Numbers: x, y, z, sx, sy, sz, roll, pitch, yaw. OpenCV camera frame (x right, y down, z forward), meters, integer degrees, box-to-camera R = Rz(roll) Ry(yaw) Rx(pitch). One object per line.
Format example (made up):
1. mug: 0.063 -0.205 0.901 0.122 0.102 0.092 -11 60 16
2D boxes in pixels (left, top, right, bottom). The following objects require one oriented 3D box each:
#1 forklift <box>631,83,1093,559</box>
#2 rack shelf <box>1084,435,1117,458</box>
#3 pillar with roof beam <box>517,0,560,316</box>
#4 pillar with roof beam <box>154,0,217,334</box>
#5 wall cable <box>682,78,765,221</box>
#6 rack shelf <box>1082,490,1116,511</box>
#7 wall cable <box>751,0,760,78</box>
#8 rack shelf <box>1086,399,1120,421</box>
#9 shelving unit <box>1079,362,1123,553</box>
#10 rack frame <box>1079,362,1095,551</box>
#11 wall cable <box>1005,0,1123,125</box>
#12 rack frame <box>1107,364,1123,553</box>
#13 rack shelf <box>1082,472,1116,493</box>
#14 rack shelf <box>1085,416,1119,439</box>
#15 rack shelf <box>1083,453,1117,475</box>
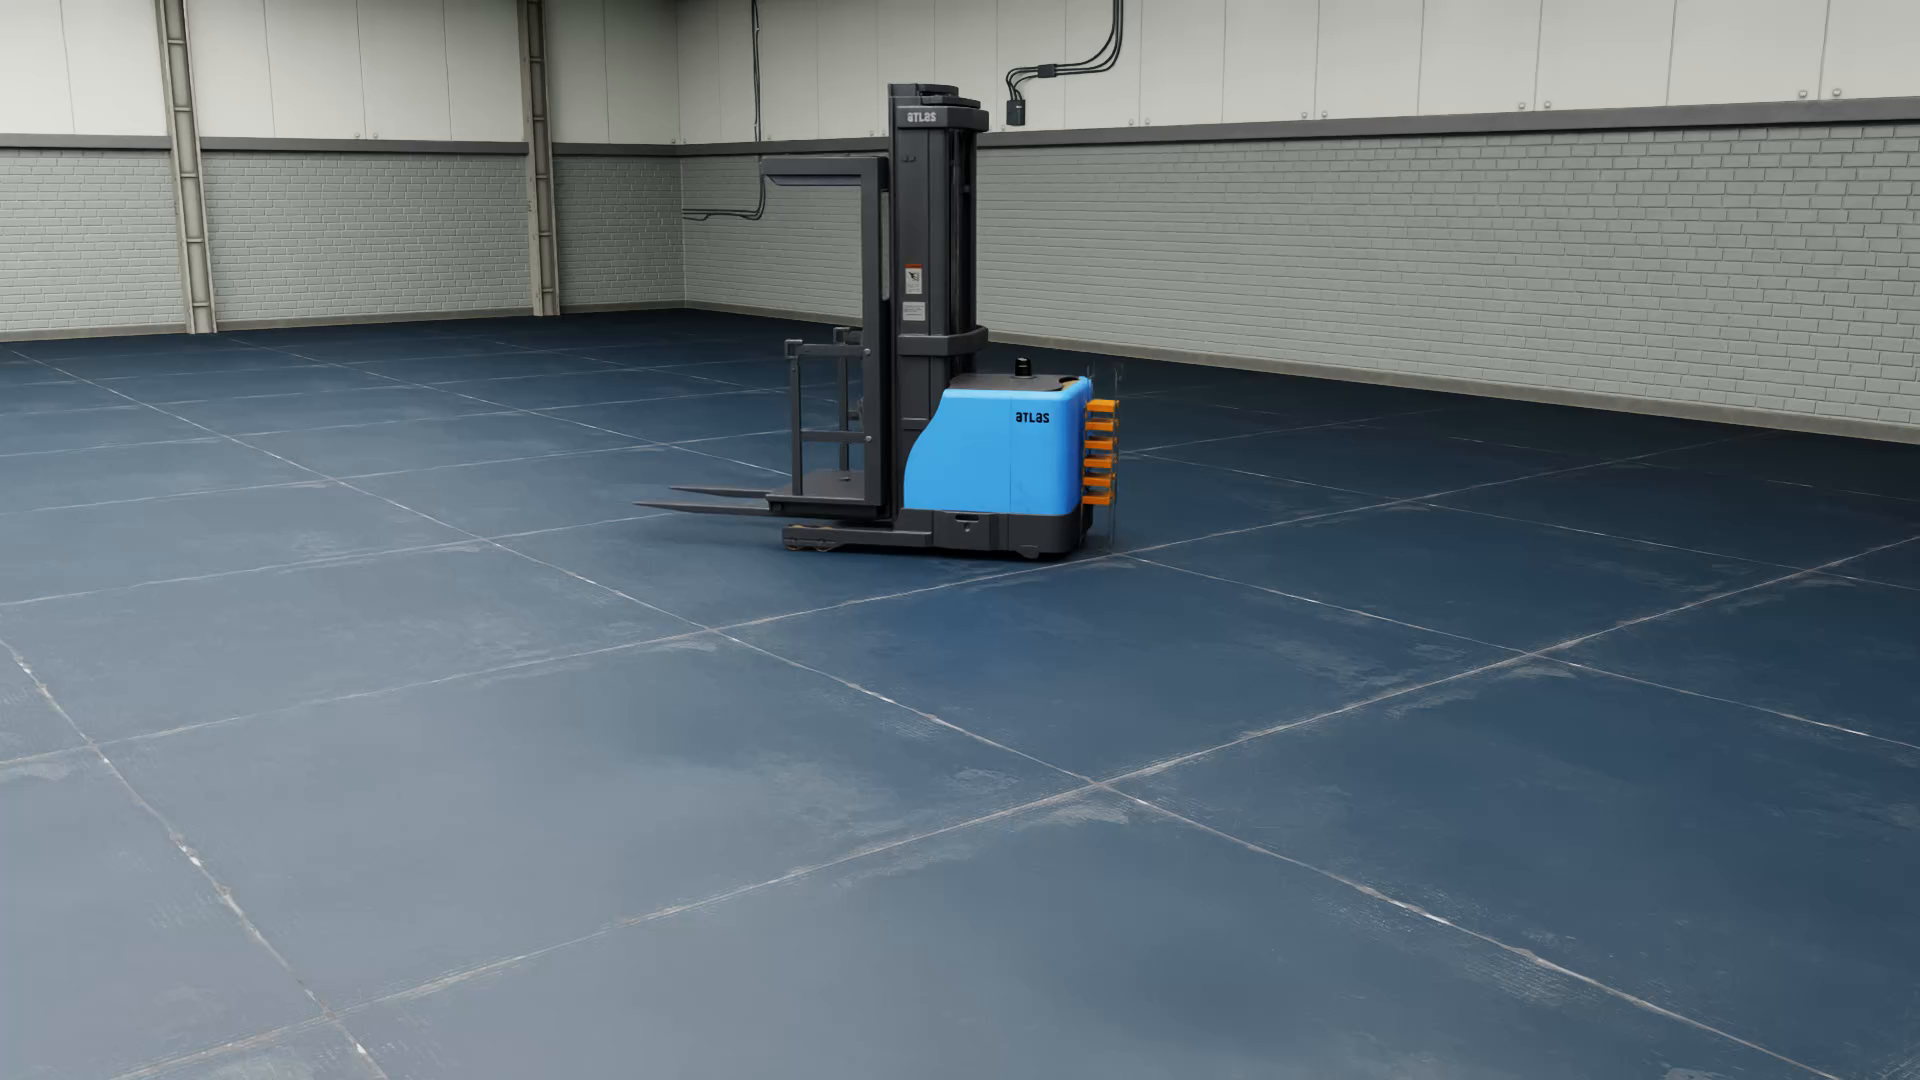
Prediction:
1. forklift: -0.674 -1.458 10.937 3.031 2.935 1.130 3 12 14
2. rack shelf: 0.911 -0.604 10.711 0.180 0.103 0.258 5 13 13
3. pillar with roof beam: -4.930 -7.850 26.431 0.400 9.000 9.100 -9 15 -38
4. pillar with roof beam: -9.615 -7.071 22.764 0.400 9.000 9.100 -9 15 -38
5. wall cable: -4.492 -7.197 30.832 0.112 2.526 3.097 -9 15 -38
6. rack shelf: 0.901 -0.253 10.788 0.180 0.103 0.258 5 13 13
7. wall cable: -2.802 -9.228 28.241 0.112 2.526 3.097 -9 15 -38
8. rack shelf: 0.918 -0.839 10.659 0.180 0.103 0.258 5 13 13
9. shelving unit: 0.909 -0.531 10.727 0.189 1.200 0.258 5 13 13
10. rack frame: 0.820 -0.538 10.748 0.006 1.200 0.240 5 13 13
11. wall cable: 1.426 -8.837 22.895 0.169 6.003 2.305 -9 15 -38
12. rack frame: 0.998 -0.523 10.706 0.006 1.200 0.240 5 13 13
13. rack shelf: 0.905 -0.370 10.762 0.180 0.103 0.258 5 13 13
14. rack shelf: 0.915 -0.722 10.685 0.180 0.103 0.258 5 13 13
15. rack shelf: 0.908 -0.487 10.737 0.180 0.103 0.258 5 13 13
